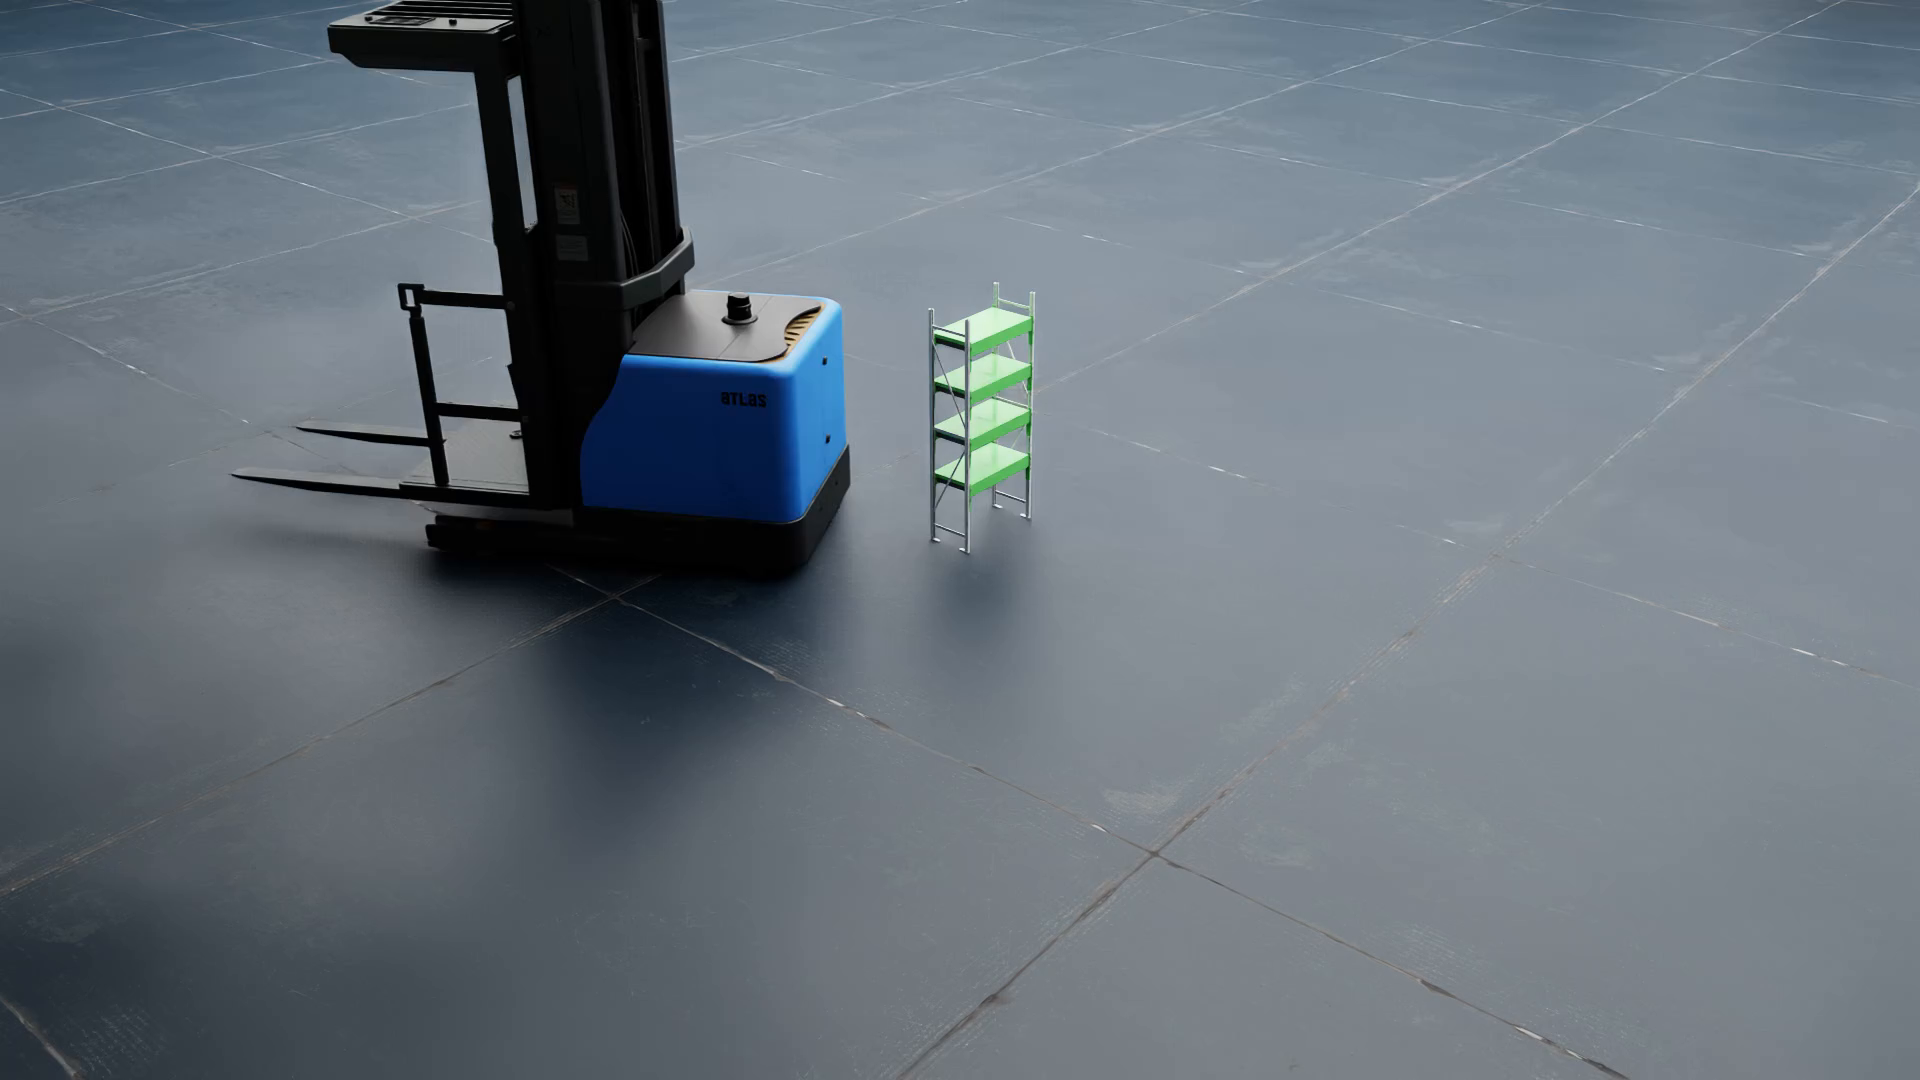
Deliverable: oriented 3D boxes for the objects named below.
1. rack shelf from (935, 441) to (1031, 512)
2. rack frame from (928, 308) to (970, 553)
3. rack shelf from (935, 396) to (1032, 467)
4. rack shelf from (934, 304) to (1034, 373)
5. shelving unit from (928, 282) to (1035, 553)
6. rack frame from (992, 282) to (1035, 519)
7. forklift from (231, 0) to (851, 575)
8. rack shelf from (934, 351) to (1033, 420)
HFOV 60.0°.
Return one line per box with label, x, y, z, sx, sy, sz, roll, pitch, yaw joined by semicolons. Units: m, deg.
rack shelf;0.105;-0.322;8.227;0.258;0.148;0.480;21;34;34
rack frame;-0.050;-0.505;7.921;0.240;1.200;0.015;21;34;34
rack shelf;0.105;-0.535;8.117;0.258;0.148;0.480;21;34;34
rack shelf;0.105;-0.961;7.897;0.258;0.148;0.480;21;34;34
shelving unit;0.105;-0.592;8.088;0.258;1.200;0.503;21;34;34
rack frame;0.260;-0.678;8.255;0.240;1.200;0.015;21;34;34
forklift;-2.138;-1.457;7.876;3.031;2.935;1.130;5;28;9
rack shelf;0.105;-0.748;8.007;0.258;0.148;0.480;21;34;34
